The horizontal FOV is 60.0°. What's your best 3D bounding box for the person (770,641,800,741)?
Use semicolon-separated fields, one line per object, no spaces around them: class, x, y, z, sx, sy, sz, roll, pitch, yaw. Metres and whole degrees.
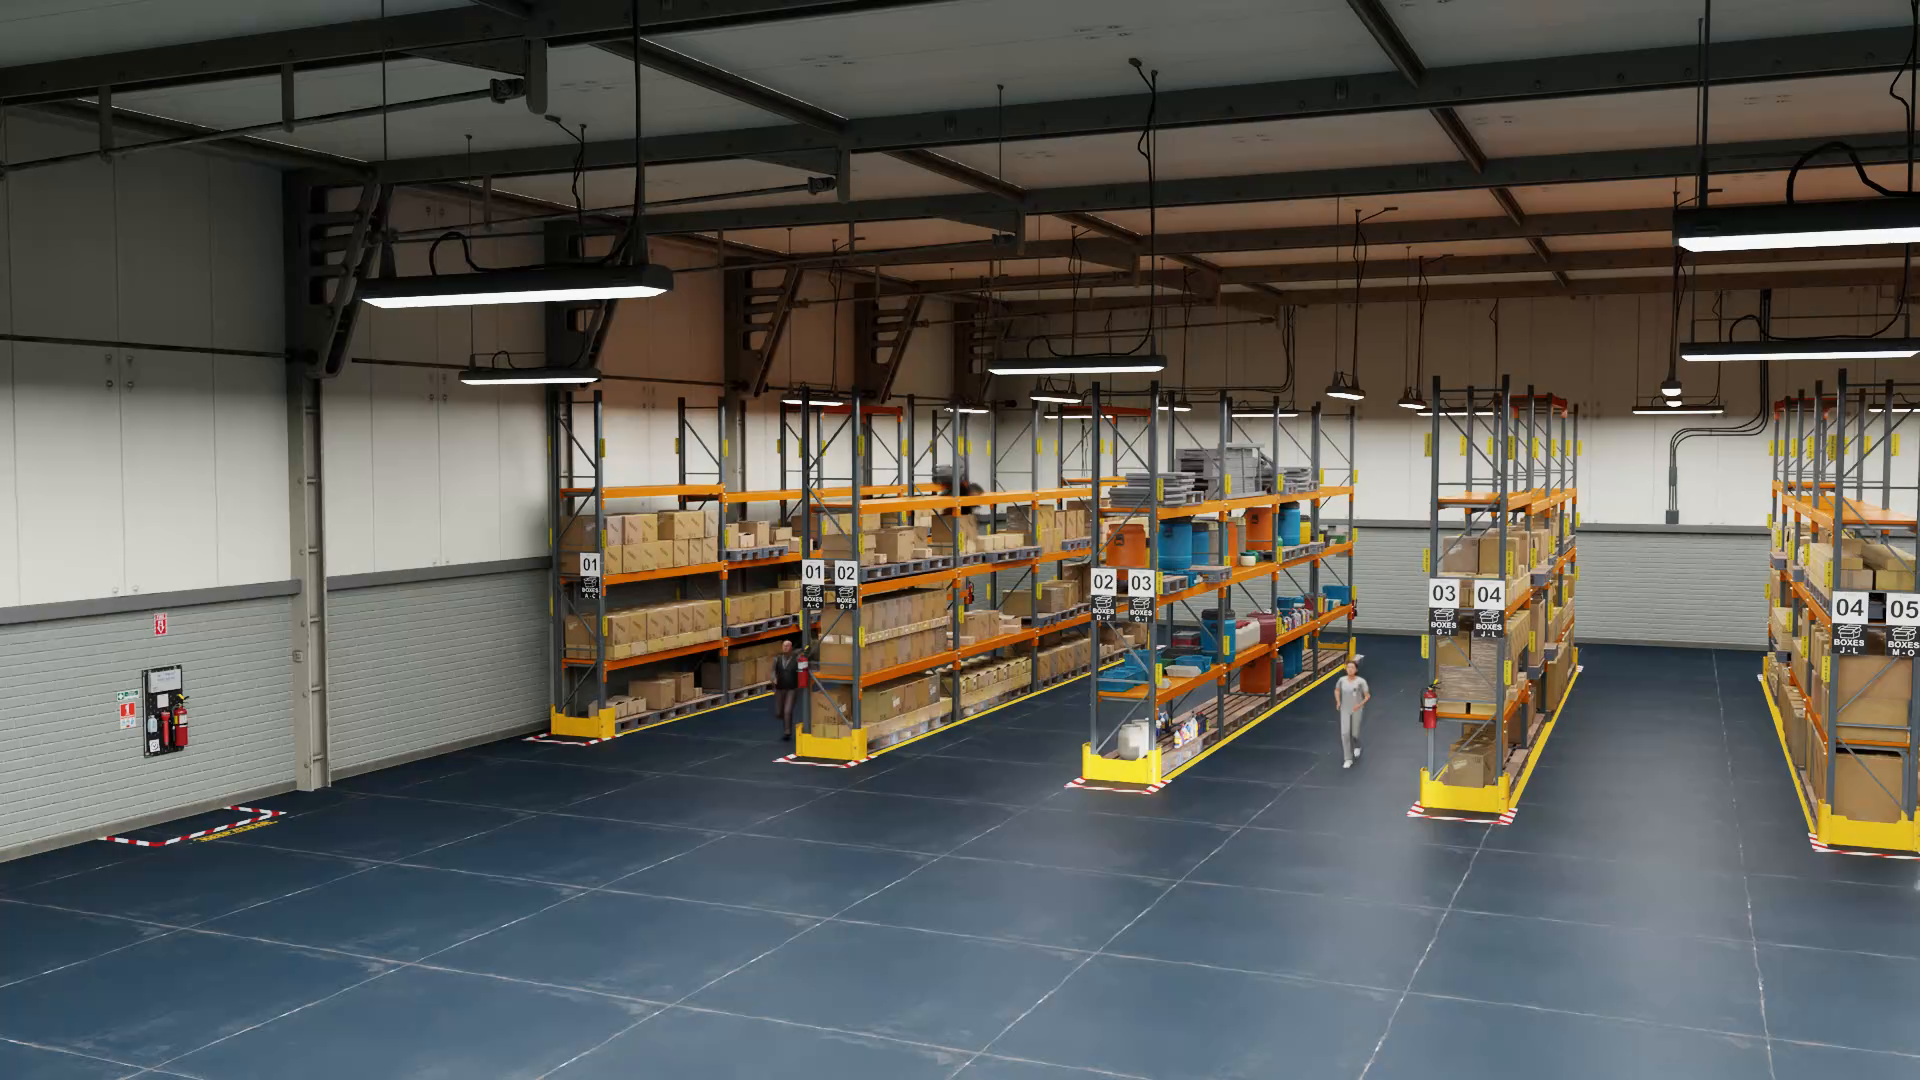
person;-2.963;2.579;28.668;0.666;1.681;0.738;1;3;10

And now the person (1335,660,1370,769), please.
person;6.197;2.732;26.307;0.573;1.662;0.828;1;3;24
